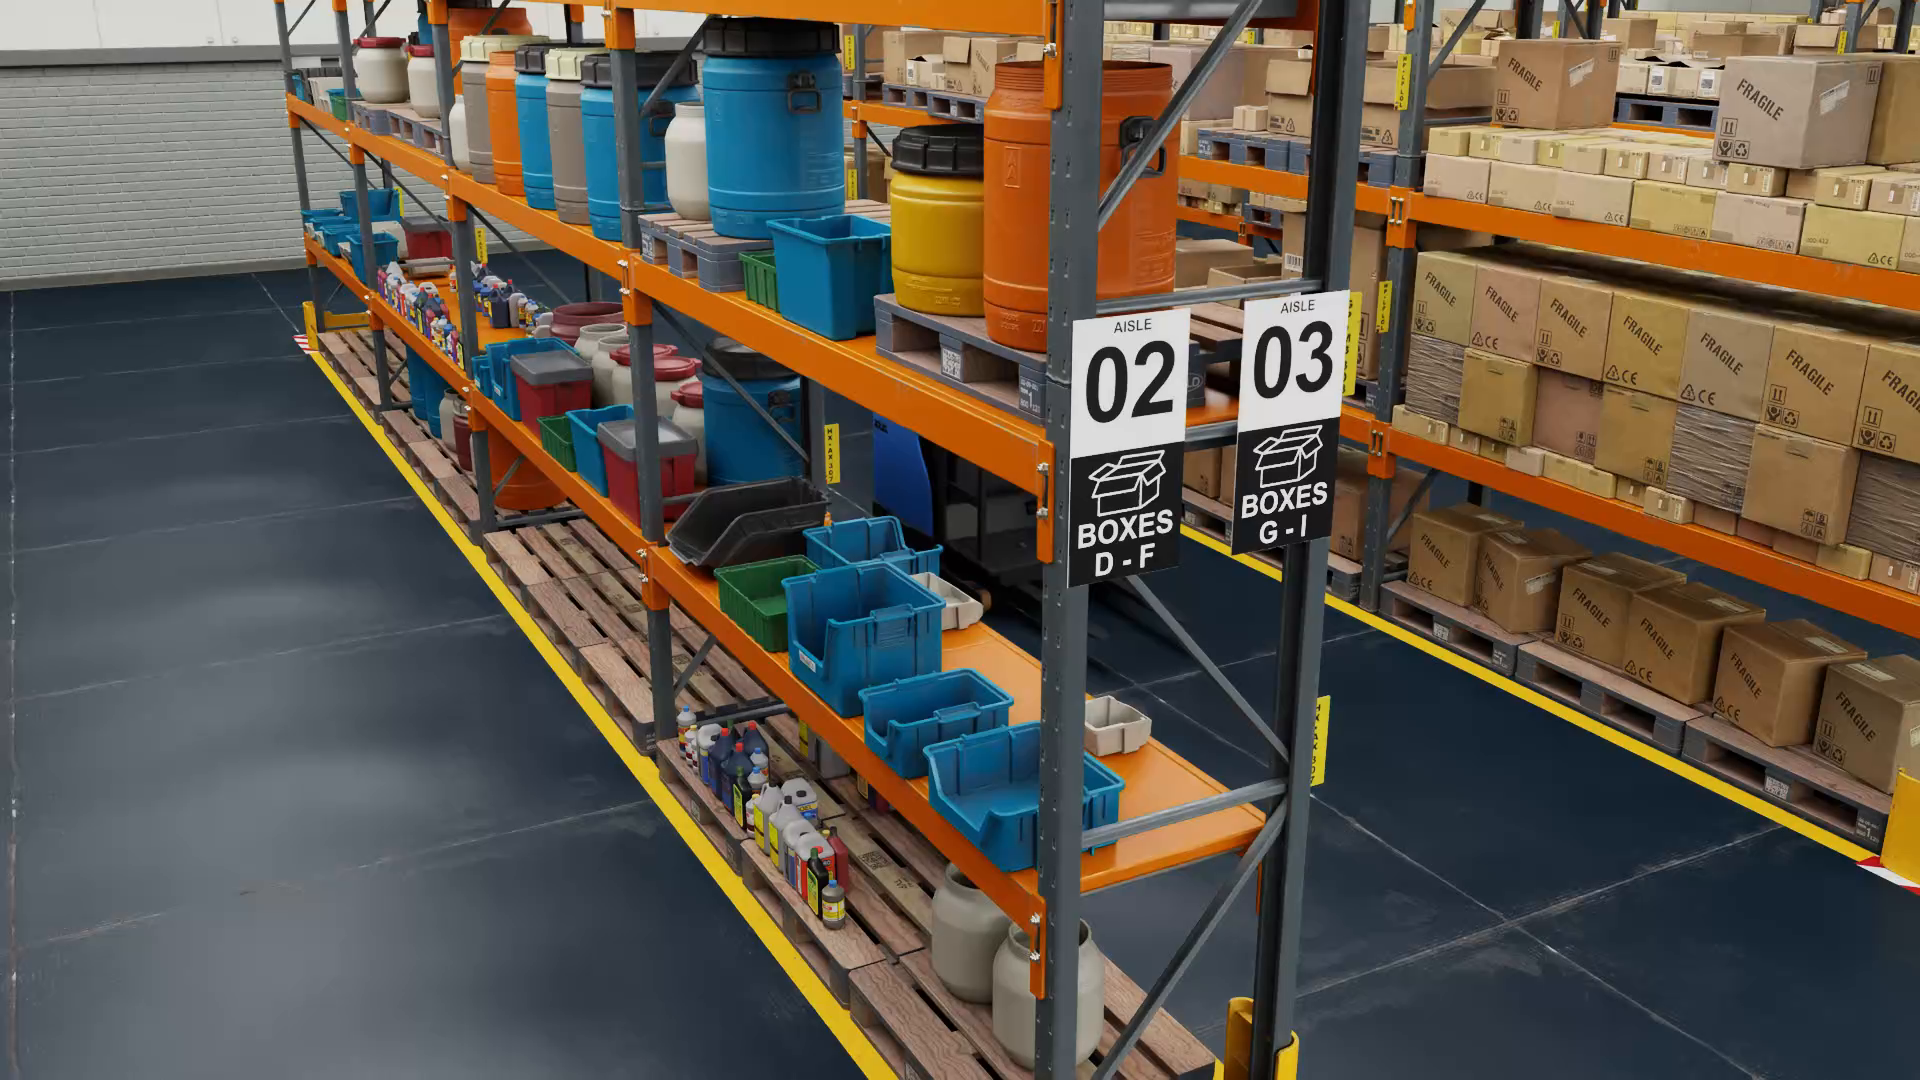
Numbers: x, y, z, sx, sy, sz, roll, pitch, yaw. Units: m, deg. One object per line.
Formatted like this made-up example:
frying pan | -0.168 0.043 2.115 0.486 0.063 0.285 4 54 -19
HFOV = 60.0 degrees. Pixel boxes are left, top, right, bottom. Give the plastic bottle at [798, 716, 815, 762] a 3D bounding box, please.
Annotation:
plastic bottle | -0.753 0.958 8.643 0.144 0.351 0.185 -10 21 -27

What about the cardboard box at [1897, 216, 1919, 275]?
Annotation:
cardboard box | 4.620 -1.314 7.472 0.500 0.250 0.500 -9 21 -25

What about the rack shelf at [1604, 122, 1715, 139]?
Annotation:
rack shelf | 6.637 -3.407 14.411 1.077 0.370 4.000 -10 21 -27

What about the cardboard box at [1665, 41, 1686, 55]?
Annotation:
cardboard box | 8.656 -5.822 19.868 0.396 0.266 0.258 -8 21 -22

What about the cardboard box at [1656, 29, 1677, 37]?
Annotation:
cardboard box | 11.025 -7.792 25.790 0.500 0.250 0.500 -11 22 -28

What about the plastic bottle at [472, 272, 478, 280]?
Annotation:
plastic bottle | -4.299 -2.233 14.581 0.144 0.351 0.185 -10 21 -27

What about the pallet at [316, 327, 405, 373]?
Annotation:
pallet | -6.526 -2.133 18.488 1.003 0.211 1.213 -10 21 -27

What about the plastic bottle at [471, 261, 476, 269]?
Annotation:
plastic bottle | -4.513 -2.424 15.247 0.152 0.276 0.135 -10 21 -27

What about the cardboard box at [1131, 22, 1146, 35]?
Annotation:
cardboard box | 2.383 -6.460 21.009 0.380 0.149 0.250 -9 21 -25

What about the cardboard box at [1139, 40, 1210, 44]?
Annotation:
cardboard box | 1.721 -3.768 13.433 0.500 0.500 0.500 -9 21 -25

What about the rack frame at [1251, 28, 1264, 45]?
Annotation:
rack frame | 3.788 -6.888 18.796 1.000 3.000 0.127 -10 21 -27

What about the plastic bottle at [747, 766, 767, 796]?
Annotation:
plastic bottle | -0.975 1.220 8.007 0.097 0.271 0.097 0 19 0

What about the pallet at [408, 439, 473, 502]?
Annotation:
pallet | -4.071 -0.648 14.187 1.003 0.211 1.213 -10 21 -27

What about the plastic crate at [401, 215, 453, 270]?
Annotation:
plastic crate | -5.188 -2.899 16.244 0.402 0.464 0.583 -10 21 -27

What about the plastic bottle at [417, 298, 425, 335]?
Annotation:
plastic bottle | -4.346 -1.811 13.461 0.061 0.283 0.133 -10 21 -27

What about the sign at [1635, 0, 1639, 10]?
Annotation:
sign | 11.061 -8.682 27.239 0.100 0.325 0.005 -10 21 -27

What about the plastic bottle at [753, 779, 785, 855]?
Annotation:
plastic bottle | -0.876 1.268 7.746 0.144 0.351 0.185 -10 21 -27

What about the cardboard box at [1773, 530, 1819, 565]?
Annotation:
cardboard box | 4.369 -0.009 8.443 0.380 0.149 0.250 -10 21 -27

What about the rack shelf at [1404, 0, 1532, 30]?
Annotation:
rack shelf | 2.224 -3.897 11.845 1.077 0.370 4.000 -10 21 -27

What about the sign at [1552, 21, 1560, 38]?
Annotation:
sign | 7.608 -6.461 21.244 0.100 0.325 0.005 -10 21 -27

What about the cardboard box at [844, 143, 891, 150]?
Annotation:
cardboard box | -1.106 -4.205 18.843 0.500 0.500 0.500 -11 22 -28

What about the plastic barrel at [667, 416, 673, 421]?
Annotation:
plastic barrel | -1.679 -0.587 9.946 0.301 0.262 0.301 0 19 0

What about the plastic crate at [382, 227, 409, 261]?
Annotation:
plastic crate | -5.547 -2.985 16.772 0.437 0.282 0.530 -10 21 -27

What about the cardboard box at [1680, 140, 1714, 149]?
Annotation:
cardboard box | 4.213 -2.125 9.212 0.380 0.149 0.250 -9 21 -24

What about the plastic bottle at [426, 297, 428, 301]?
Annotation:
plastic bottle | -4.293 -1.821 13.488 0.061 0.283 0.133 -10 21 -27

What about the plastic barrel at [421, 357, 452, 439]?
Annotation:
plastic barrel | -4.405 -1.390 14.634 0.600 0.901 0.708 -10 21 -27

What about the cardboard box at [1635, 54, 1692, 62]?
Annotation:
cardboard box | 6.447 -4.271 15.153 0.500 0.311 0.500 -10 21 -27

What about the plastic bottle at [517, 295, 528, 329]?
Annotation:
plastic bottle | -3.585 -1.880 13.677 0.097 0.271 0.097 0 19 0

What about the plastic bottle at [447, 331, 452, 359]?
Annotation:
plastic bottle | -3.847 -1.483 12.636 0.097 0.201 0.097 0 19 0

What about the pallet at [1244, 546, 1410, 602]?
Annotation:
pallet | 2.802 0.079 12.079 1.003 0.211 1.213 -10 21 -27

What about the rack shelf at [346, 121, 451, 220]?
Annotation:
rack shelf | -4.035 -3.049 13.373 1.077 0.370 4.000 -10 21 -27

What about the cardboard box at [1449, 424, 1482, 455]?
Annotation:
cardboard box | 3.261 -0.648 10.295 0.380 0.149 0.250 -10 21 -27

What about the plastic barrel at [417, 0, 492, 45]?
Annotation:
plastic barrel | -4.039 -3.932 13.418 0.600 0.901 0.708 -10 21 -27

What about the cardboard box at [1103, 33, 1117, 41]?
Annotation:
cardboard box | 2.117 -6.467 21.640 0.500 0.250 0.500 -10 22 -27

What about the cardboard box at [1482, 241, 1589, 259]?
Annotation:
cardboard box | 3.629 -1.590 10.498 0.500 0.500 0.500 -10 21 -27

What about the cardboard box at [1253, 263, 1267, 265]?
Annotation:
cardboard box | 3.806 -3.315 20.454 0.380 0.149 0.250 -9 21 -24

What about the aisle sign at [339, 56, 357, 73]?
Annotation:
aisle sign | -6.660 -4.988 18.504 0.394 0.787 0.004 -10 21 -27

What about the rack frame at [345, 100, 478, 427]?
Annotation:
rack frame | -4.984 -2.545 15.409 1.000 3.000 0.127 -10 21 -27

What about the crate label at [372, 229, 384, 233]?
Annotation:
crate label | -6.058 -3.230 17.705 0.396 0.136 0.243 -10 21 -27

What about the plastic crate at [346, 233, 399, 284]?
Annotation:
plastic crate | -5.506 -2.647 15.637 0.392 0.384 0.575 -10 21 -27

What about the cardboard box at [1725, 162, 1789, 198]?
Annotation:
cardboard box | 4.055 -1.809 8.296 0.380 0.149 0.250 -11 22 -29

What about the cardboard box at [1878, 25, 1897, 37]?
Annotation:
cardboard box | 12.636 -6.935 22.663 0.380 0.149 0.250 -10 22 -28

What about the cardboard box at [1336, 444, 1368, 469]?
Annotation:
cardboard box | 2.691 -0.362 12.239 0.700 0.500 0.500 -10 21 -27

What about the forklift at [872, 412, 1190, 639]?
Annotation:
forklift | 0.461 -1.059 11.207 1.130 2.935 3.031 -10 21 -26

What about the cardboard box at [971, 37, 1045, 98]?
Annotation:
cardboard box | 0.434 -4.226 14.884 0.500 0.500 0.500 -9 21 -24

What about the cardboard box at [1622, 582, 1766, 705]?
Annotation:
cardboard box | 4.197 0.585 9.527 0.500 0.500 0.500 -8 21 -22

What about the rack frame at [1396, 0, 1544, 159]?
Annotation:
rack frame | 3.173 -3.852 9.998 1.000 3.000 0.127 -10 21 -27

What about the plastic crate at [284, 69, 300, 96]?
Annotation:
plastic crate | -6.946 -4.896 17.823 0.497 0.269 0.590 -10 21 -27

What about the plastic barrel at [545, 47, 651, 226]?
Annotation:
plastic barrel | -1.929 -2.204 9.052 0.600 0.901 0.600 0 19 0

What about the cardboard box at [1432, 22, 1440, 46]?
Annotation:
cardboard box | 6.863 -7.180 23.581 0.500 0.311 0.500 -10 21 -26

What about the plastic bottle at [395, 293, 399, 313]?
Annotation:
plastic bottle | -4.803 -2.061 14.310 0.097 0.201 0.097 0 19 0

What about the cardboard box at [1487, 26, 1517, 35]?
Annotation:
cardboard box | 5.493 -5.037 16.706 0.396 0.266 0.258 -10 21 -27

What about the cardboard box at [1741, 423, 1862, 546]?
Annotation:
cardboard box | 4.493 -0.343 8.416 0.875 0.500 0.500 -10 21 -27

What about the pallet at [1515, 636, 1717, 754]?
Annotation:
pallet | 4.107 0.840 9.873 1.003 0.211 1.213 -10 21 -27
